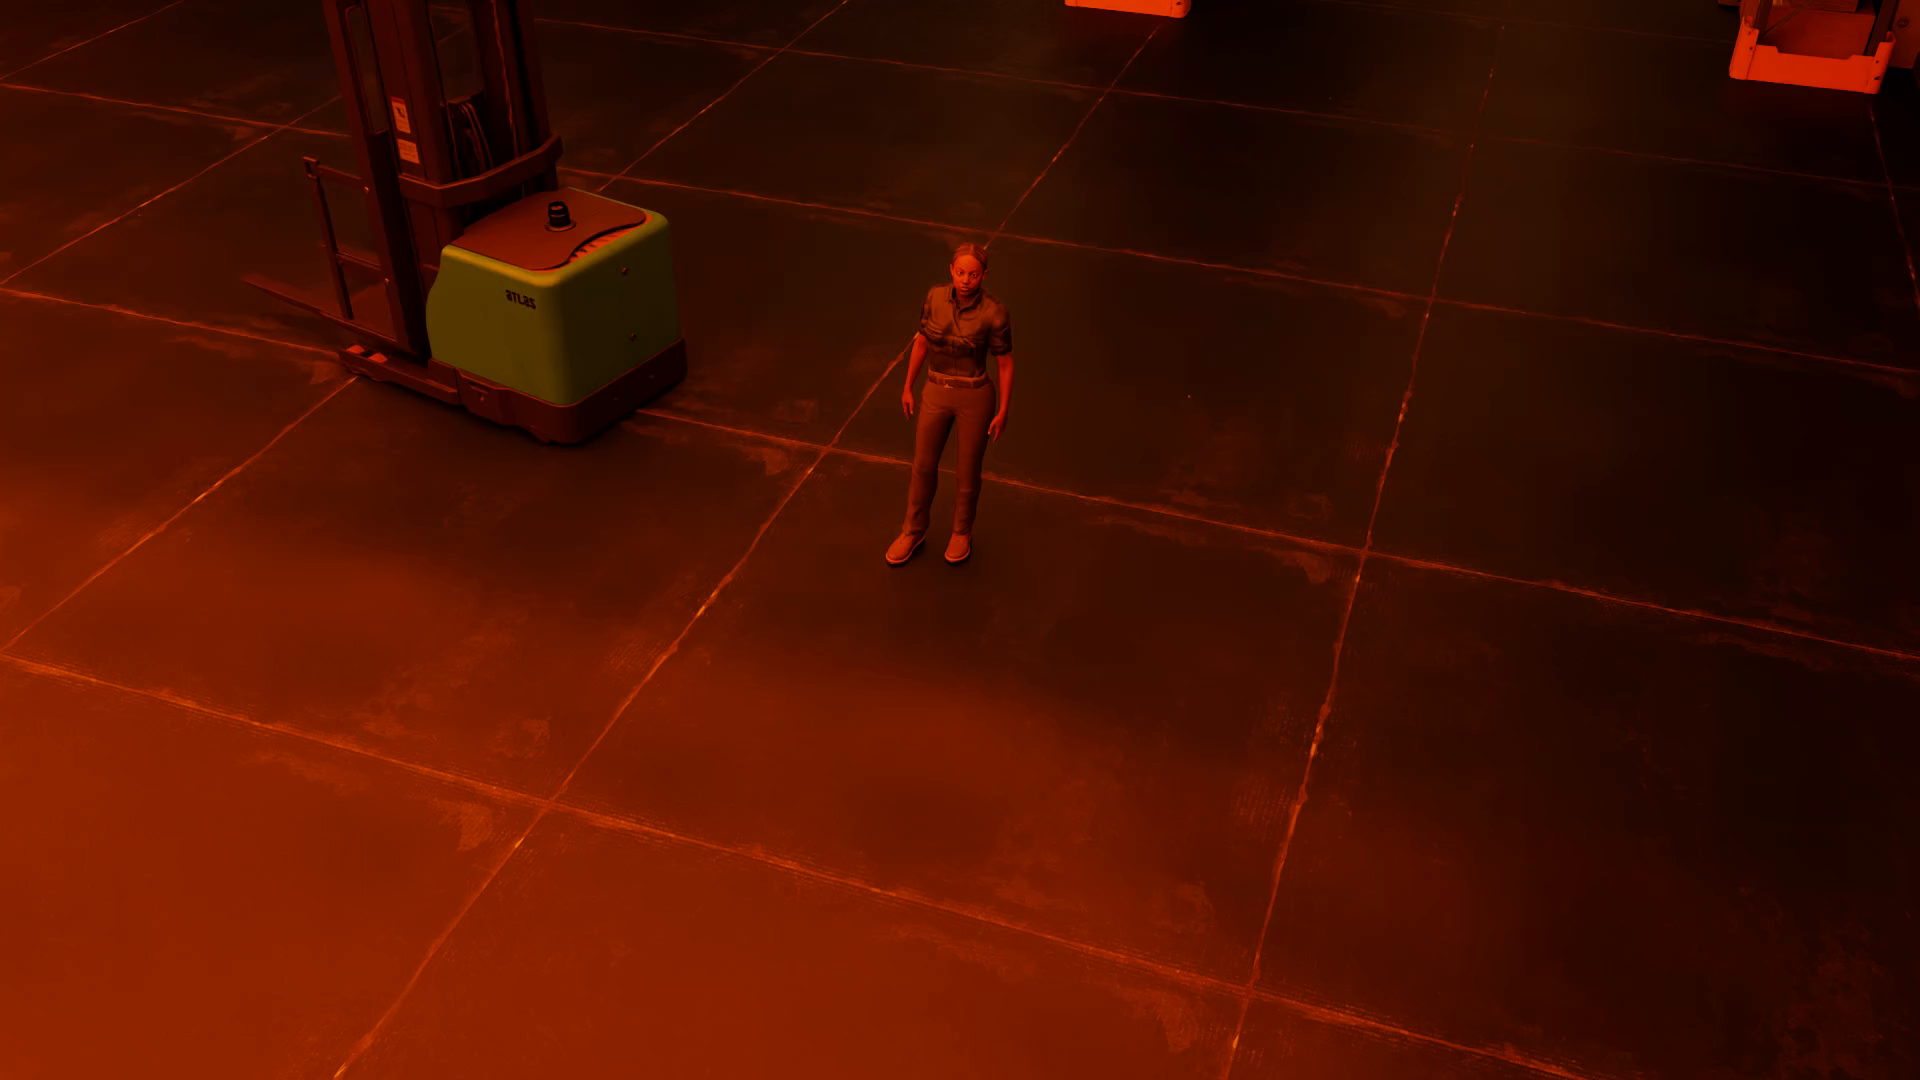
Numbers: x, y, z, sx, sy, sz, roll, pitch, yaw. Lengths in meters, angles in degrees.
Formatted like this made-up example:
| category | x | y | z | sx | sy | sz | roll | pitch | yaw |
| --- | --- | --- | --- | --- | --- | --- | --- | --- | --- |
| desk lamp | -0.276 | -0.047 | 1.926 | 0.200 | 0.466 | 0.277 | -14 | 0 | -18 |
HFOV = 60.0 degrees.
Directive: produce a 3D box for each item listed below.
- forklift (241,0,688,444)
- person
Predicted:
| category | x | y | z | sx | sy | sz | roll | pitch | yaw |
| --- | --- | --- | --- | --- | --- | --- | --- | --- | --- |
| forklift | -3.144 | -2.379 | 9.467 | 3.031 | 2.935 | 1.130 | 20 | 40 | 26 |
| person | -0.048 | -0.637 | 8.101 | 0.569 | 1.654 | 0.504 | 12 | 37 | 16 |
